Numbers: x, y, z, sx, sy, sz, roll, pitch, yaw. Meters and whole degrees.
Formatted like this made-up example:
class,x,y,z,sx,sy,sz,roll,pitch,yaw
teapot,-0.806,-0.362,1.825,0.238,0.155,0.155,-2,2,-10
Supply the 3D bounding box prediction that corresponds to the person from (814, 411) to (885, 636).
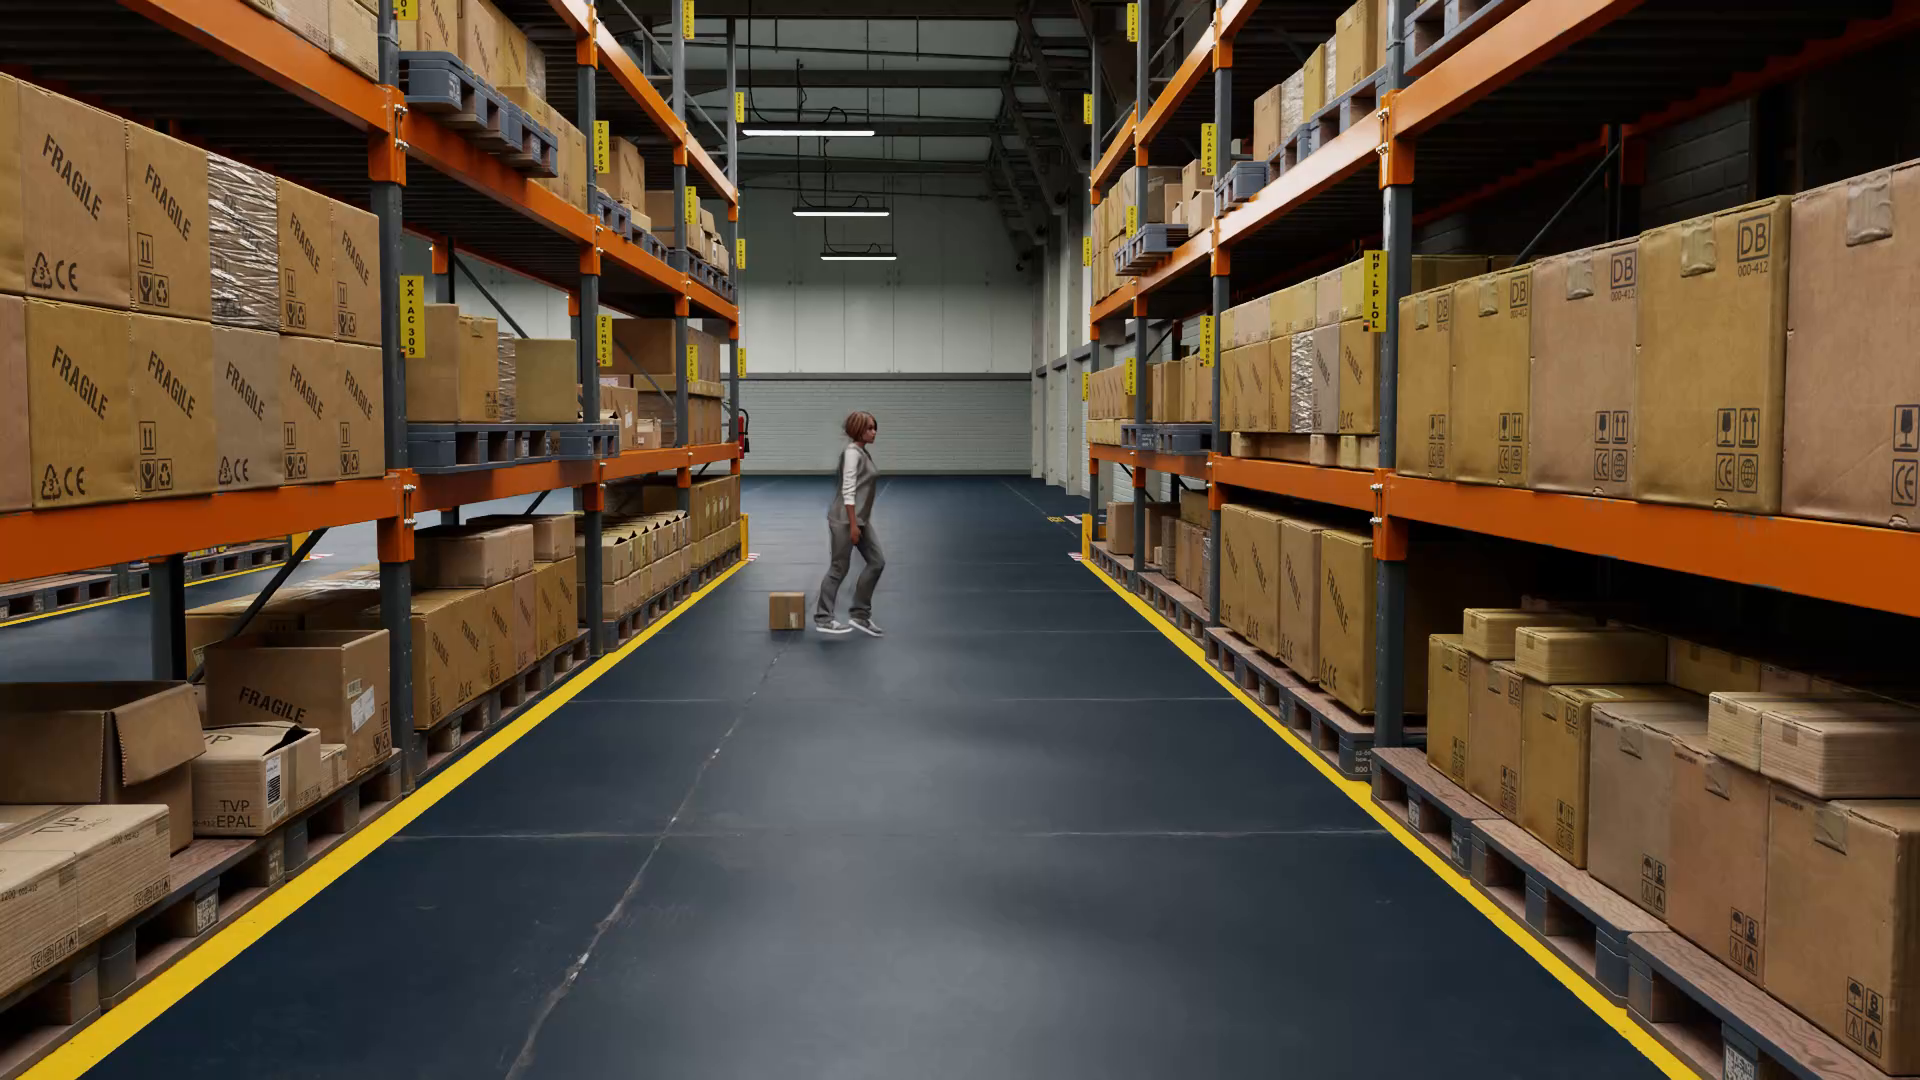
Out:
class,x,y,z,sx,sy,sz,roll,pitch,yaw
person,-0.803,-0.105,11.711,0.502,1.604,0.442,1,4,13
